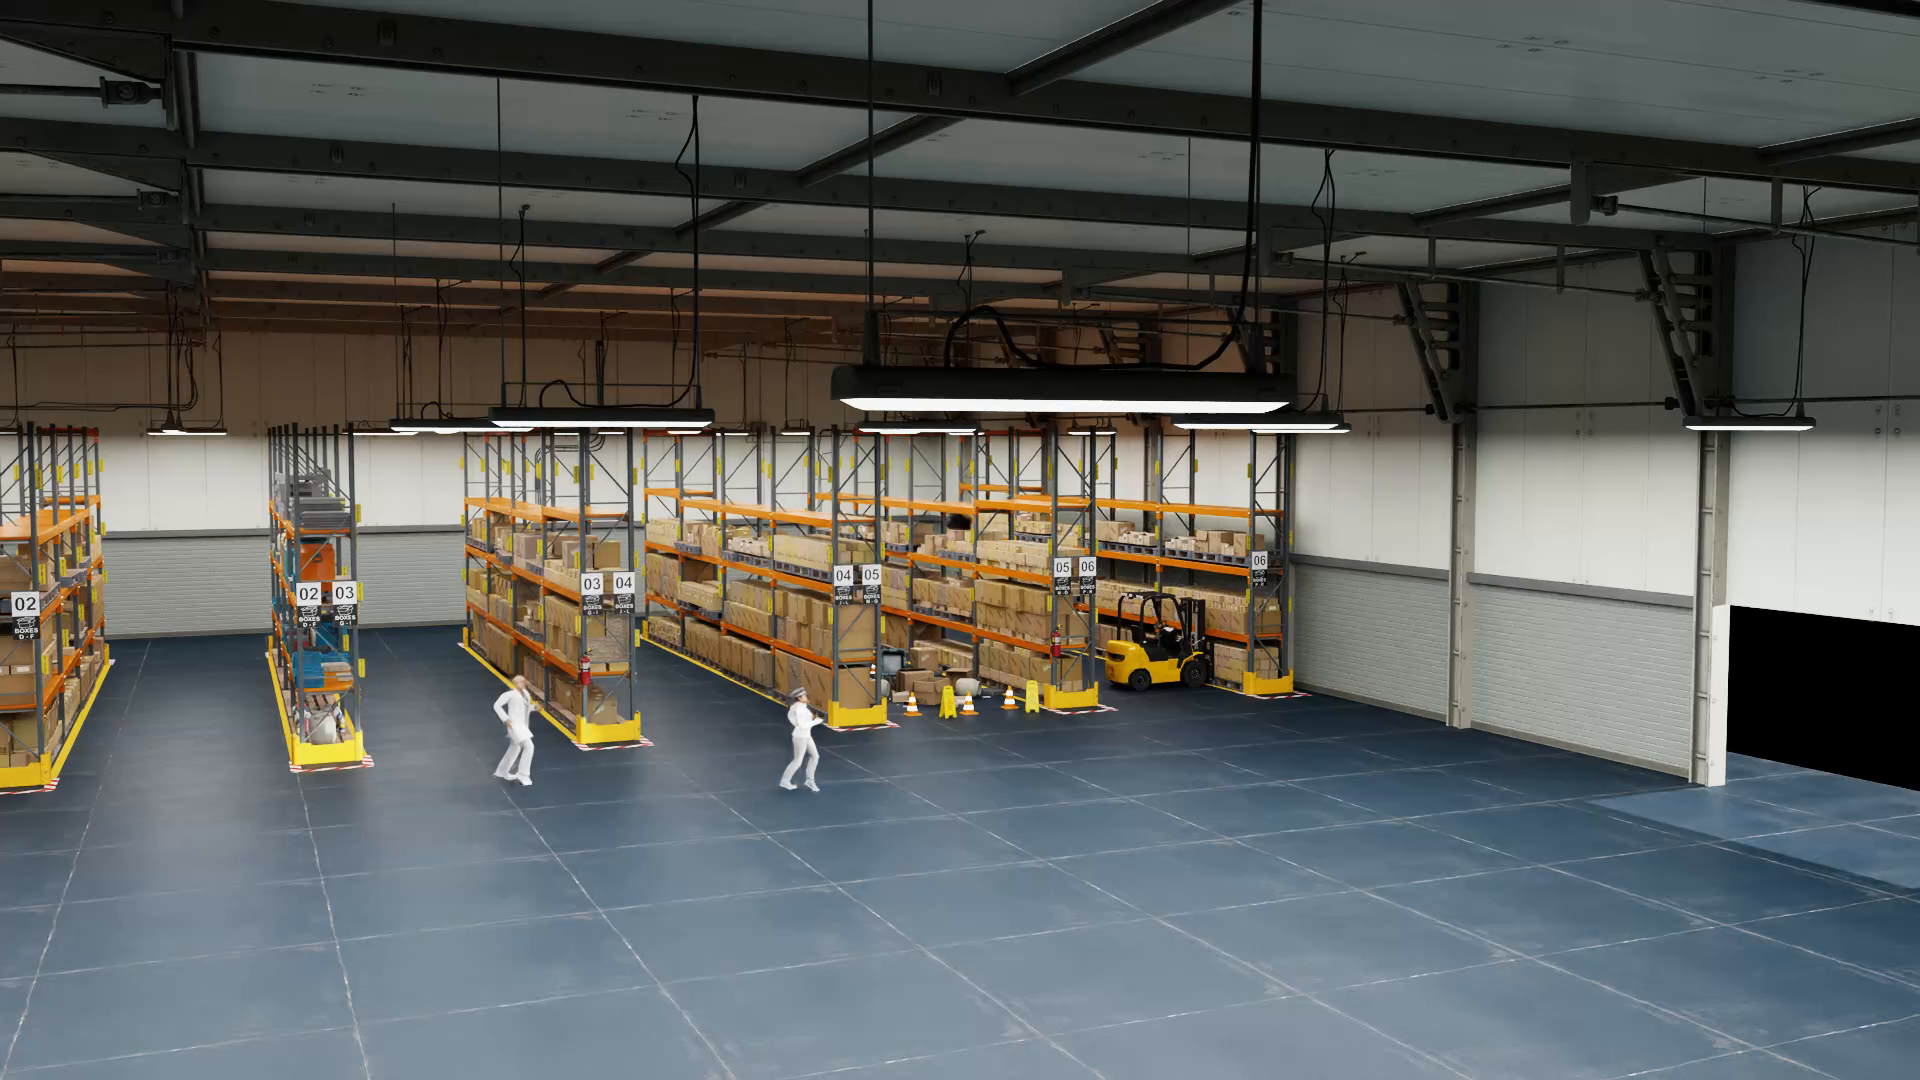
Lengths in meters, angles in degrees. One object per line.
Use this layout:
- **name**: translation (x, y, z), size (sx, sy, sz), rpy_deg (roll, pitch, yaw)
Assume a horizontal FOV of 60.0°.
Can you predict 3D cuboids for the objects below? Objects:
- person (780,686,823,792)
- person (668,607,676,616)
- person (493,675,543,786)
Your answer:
- **person**: translation (-2.561, 3.235, 26.884), size (0.712, 1.740, 0.594), rpy_deg (0, 3, 2)
- **person**: translation (-8.493, 1.844, 49.136), size (0.589, 1.737, 0.669), rpy_deg (-3, 4, -38)
- **person**: translation (-7.332, 3.166, 27.603), size (0.844, 1.856, 0.665), rpy_deg (1, 4, 11)
